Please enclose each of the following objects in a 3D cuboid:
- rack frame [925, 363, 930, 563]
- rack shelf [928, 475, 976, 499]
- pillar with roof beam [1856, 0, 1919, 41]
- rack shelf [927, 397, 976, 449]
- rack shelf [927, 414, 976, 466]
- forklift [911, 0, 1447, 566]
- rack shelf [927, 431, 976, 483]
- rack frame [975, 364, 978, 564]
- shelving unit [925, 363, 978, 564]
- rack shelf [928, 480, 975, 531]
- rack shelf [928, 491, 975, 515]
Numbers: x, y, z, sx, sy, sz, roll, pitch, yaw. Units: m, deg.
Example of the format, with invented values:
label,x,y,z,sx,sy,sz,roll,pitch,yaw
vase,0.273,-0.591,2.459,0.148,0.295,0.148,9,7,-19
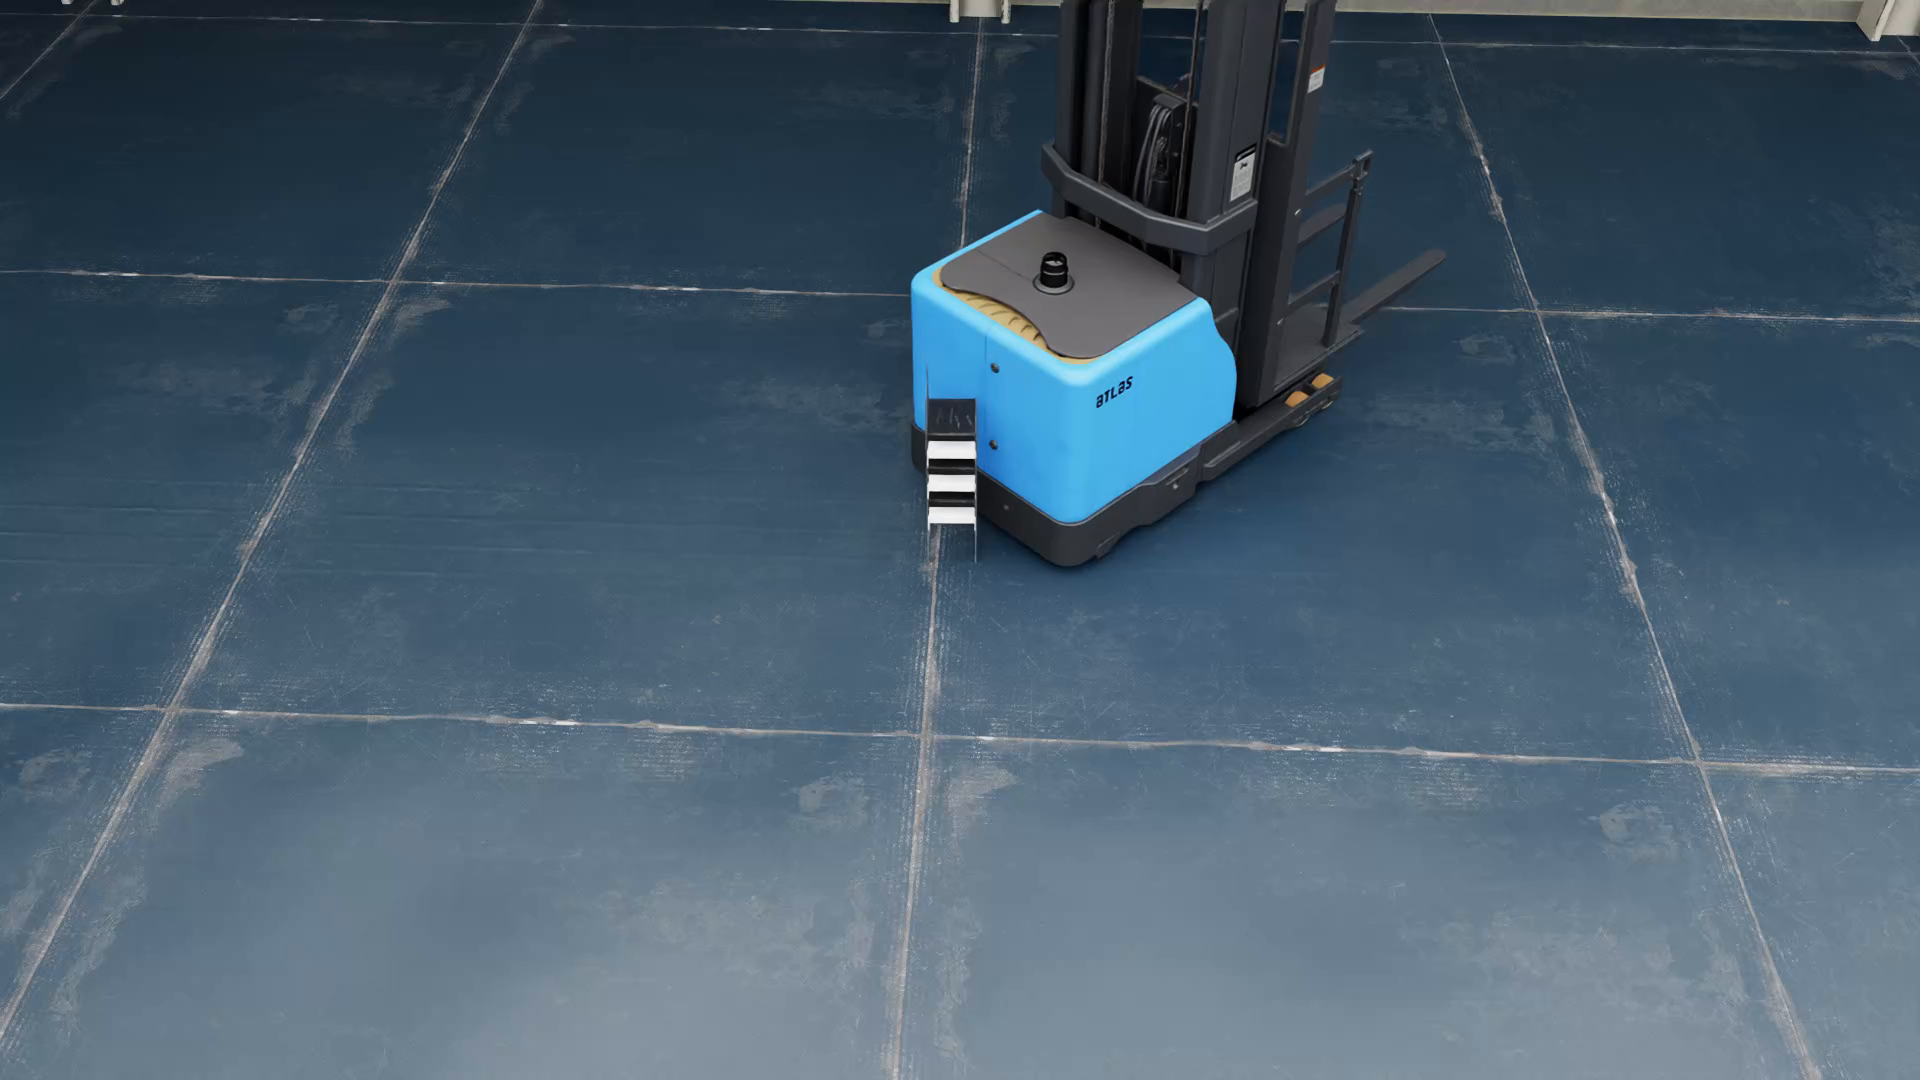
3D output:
label,x,y,z,sx,sy,sz,roll,pitch,yaw
rack frame,-0.136,-0.310,7.008,0.006,0.900,0.240,0,43,0
rack shelf,-0.034,-0.285,7.030,0.200,0.077,0.258,0,43,0
pillar with roof beam,5.938,-3.710,4.716,0.400,9.000,9.100,2,43,2
rack shelf,-0.034,-0.482,6.846,0.200,0.077,0.258,0,43,0
rack shelf,-0.034,-0.417,6.907,0.200,0.077,0.258,0,43,0
forklift,1.194,-1.846,7.167,3.031,2.935,1.130,-33,52,-30
rack shelf,-0.034,-0.351,6.968,0.200,0.077,0.258,0,43,0
rack frame,0.068,-0.309,7.006,0.006,0.900,0.240,0,43,0
shelving unit,-0.034,-0.309,7.007,0.210,0.900,0.258,0,43,0
rack shelf,-0.034,-0.153,7.153,0.200,0.077,0.258,0,43,0
rack shelf,-0.034,-0.219,7.091,0.200,0.077,0.258,0,43,0
